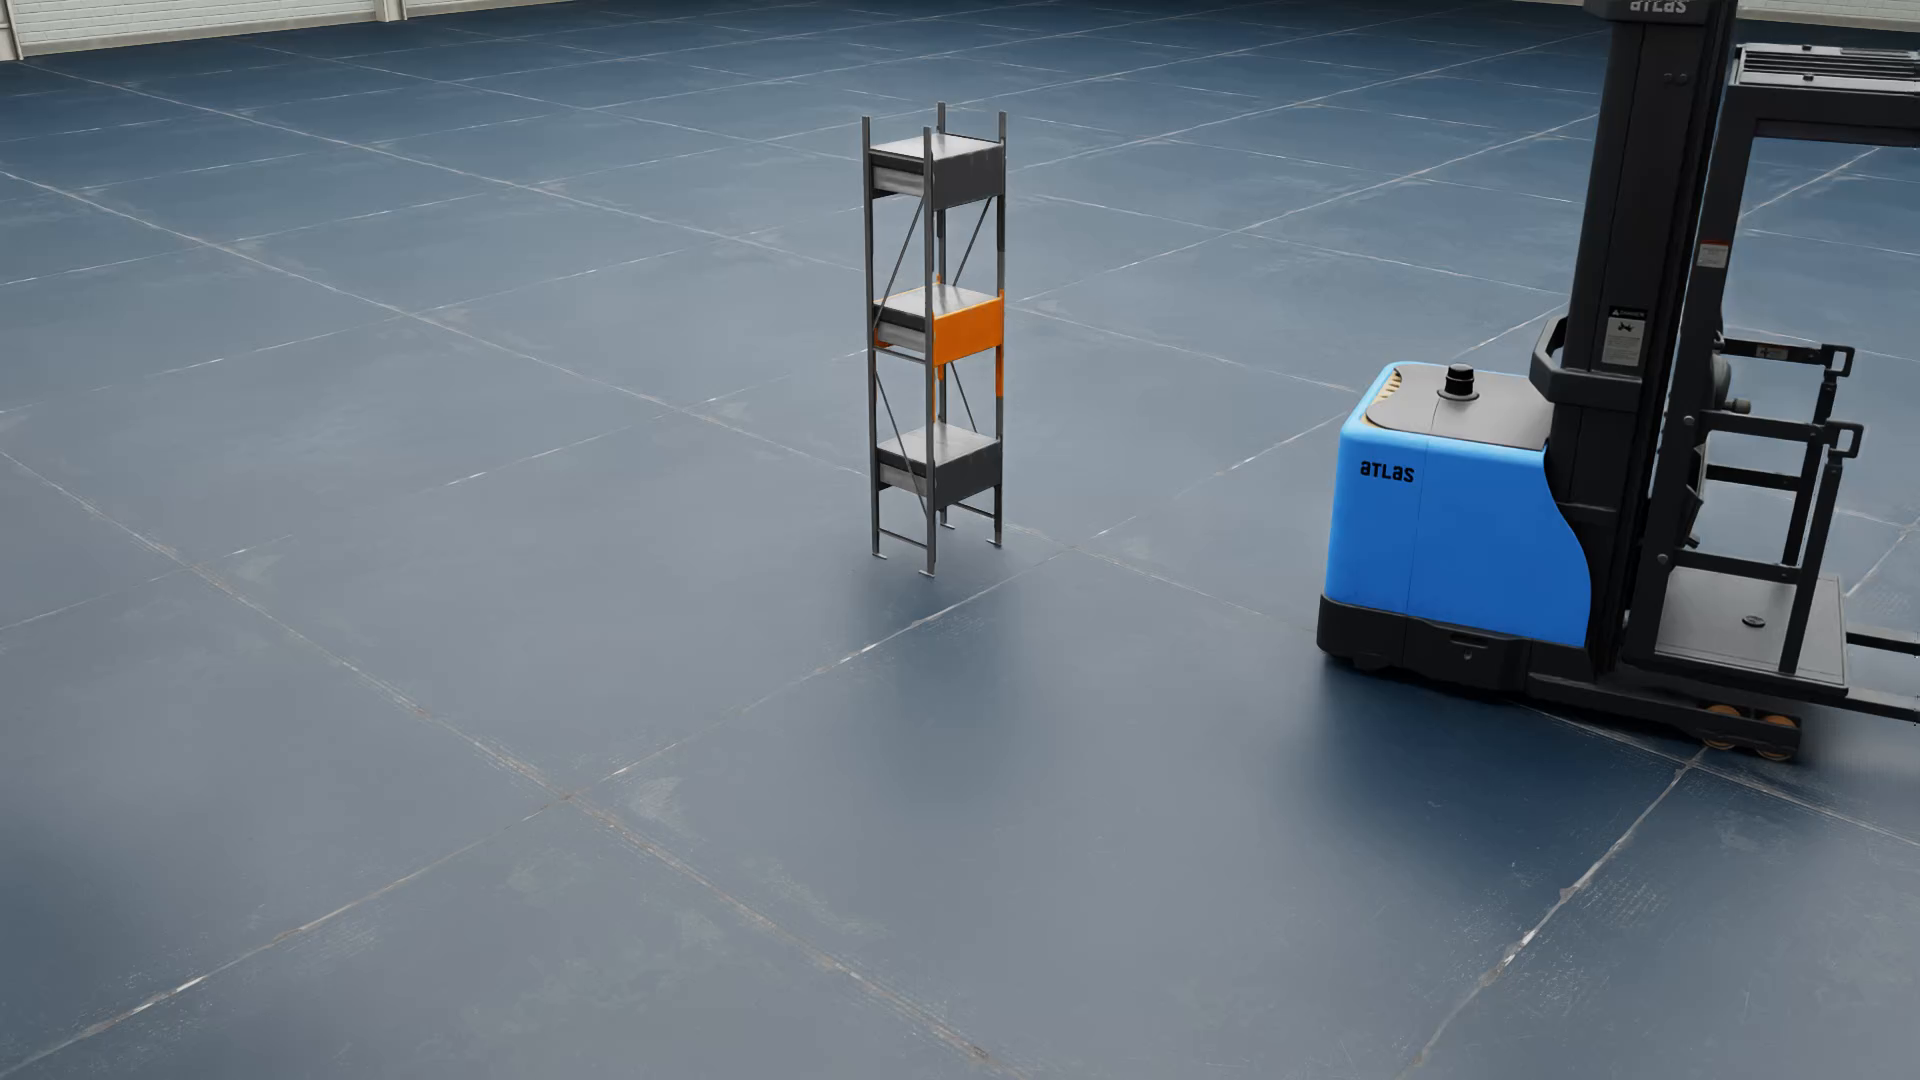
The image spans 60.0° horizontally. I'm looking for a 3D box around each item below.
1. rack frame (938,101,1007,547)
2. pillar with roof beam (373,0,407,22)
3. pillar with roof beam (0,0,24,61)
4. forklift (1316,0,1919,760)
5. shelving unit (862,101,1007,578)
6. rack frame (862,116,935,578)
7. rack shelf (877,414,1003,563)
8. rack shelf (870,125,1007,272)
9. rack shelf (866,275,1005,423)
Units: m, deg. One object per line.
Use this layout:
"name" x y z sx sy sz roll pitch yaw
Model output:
"rack frame" 0.052 -0.982 7.874 0.400 2.100 0.015 20 31 38
"pillar with roof beam" -6.111 -11.455 22.799 9.100 9.000 0.400 20 31 38
"pillar with roof beam" -10.115 -9.627 18.722 9.100 9.000 0.400 20 31 38
"forklift" 3.079 -0.742 6.323 3.031 2.935 1.130 11 26 22
"shelving unit" -0.110 -0.908 7.708 0.431 2.100 0.503 20 31 38
"rack frame" -0.273 -0.833 7.542 0.400 2.100 0.015 20 31 38
"rack shelf" -0.110 -0.256 8.000 0.431 0.518 0.480 20 31 38
"rack shelf" -0.110 -1.534 7.427 0.431 0.518 0.480 20 31 38
"rack shelf" -0.110 -0.895 7.714 0.431 0.518 0.480 20 31 38
